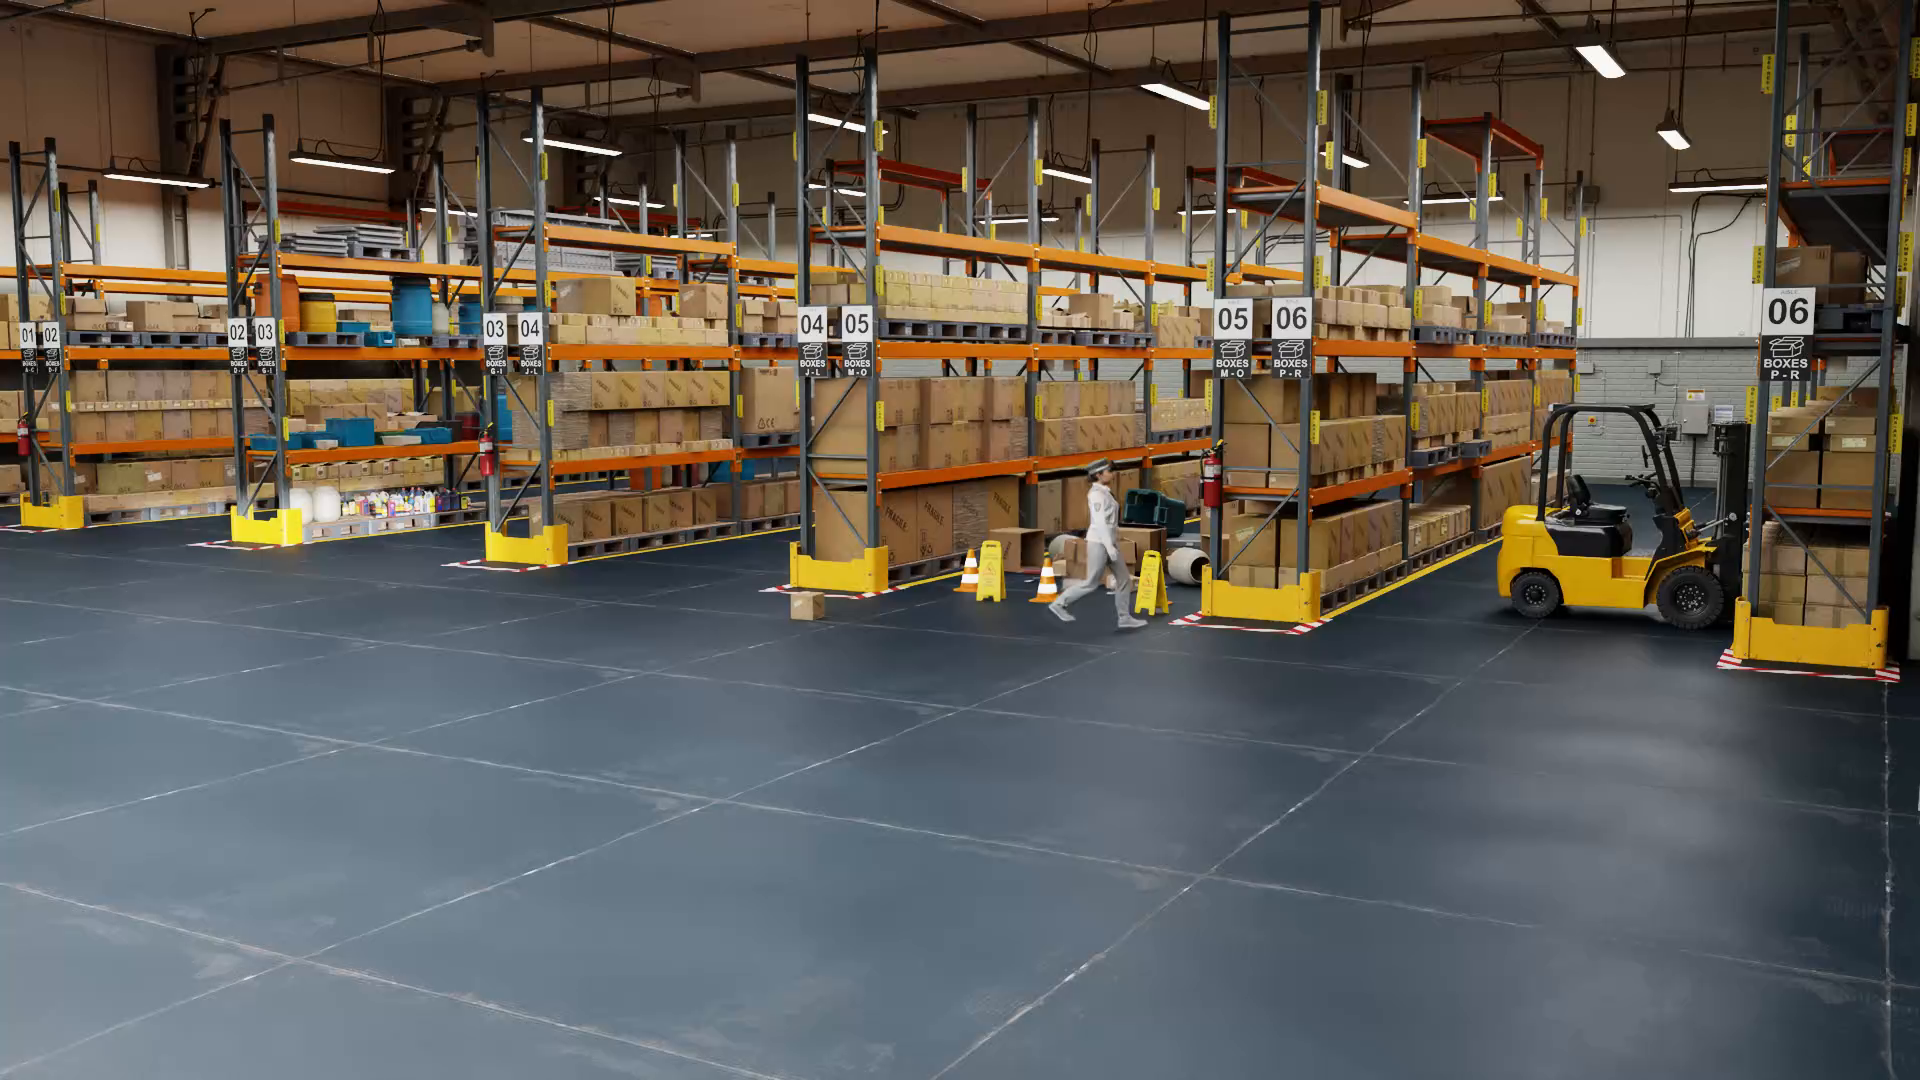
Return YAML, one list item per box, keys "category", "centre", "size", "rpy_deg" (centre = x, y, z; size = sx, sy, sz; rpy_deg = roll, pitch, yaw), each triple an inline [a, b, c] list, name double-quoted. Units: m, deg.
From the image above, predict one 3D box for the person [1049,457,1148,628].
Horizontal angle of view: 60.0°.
- category: "person"
  centre: [1.332, 0.024, 15.931]
  size: [0.938, 1.647, 0.479]
  rpy_deg: [2, 6, 15]
